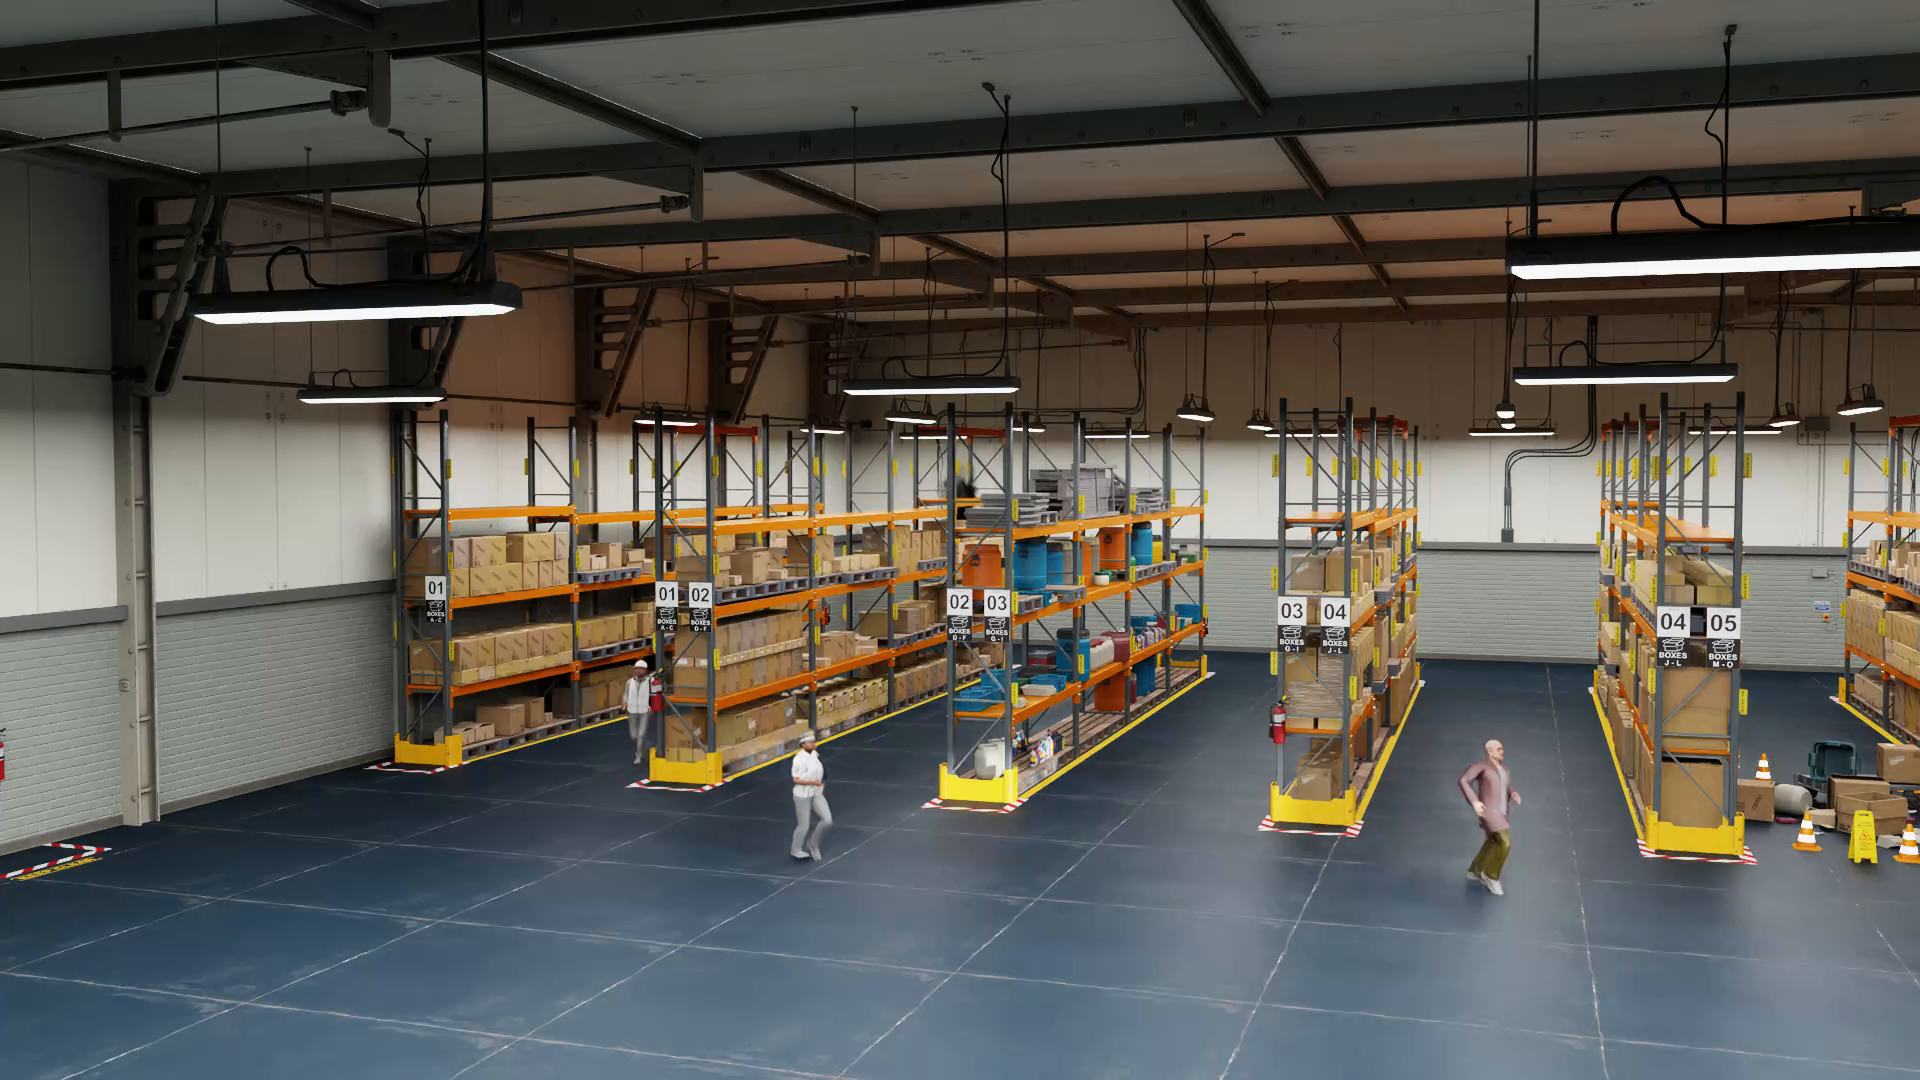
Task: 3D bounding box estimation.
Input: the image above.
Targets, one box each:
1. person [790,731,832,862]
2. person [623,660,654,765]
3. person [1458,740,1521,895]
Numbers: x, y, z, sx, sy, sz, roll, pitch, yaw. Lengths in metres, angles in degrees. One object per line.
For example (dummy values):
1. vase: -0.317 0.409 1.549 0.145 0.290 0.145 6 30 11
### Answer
1. person: -1.896 3.261 21.125 0.681 1.698 0.548 2 3 43
2. person: -5.433 2.924 28.384 0.661 1.745 0.732 0 2 5
3. person: 6.311 3.284 19.723 0.712 1.837 0.708 -2 3 -39
